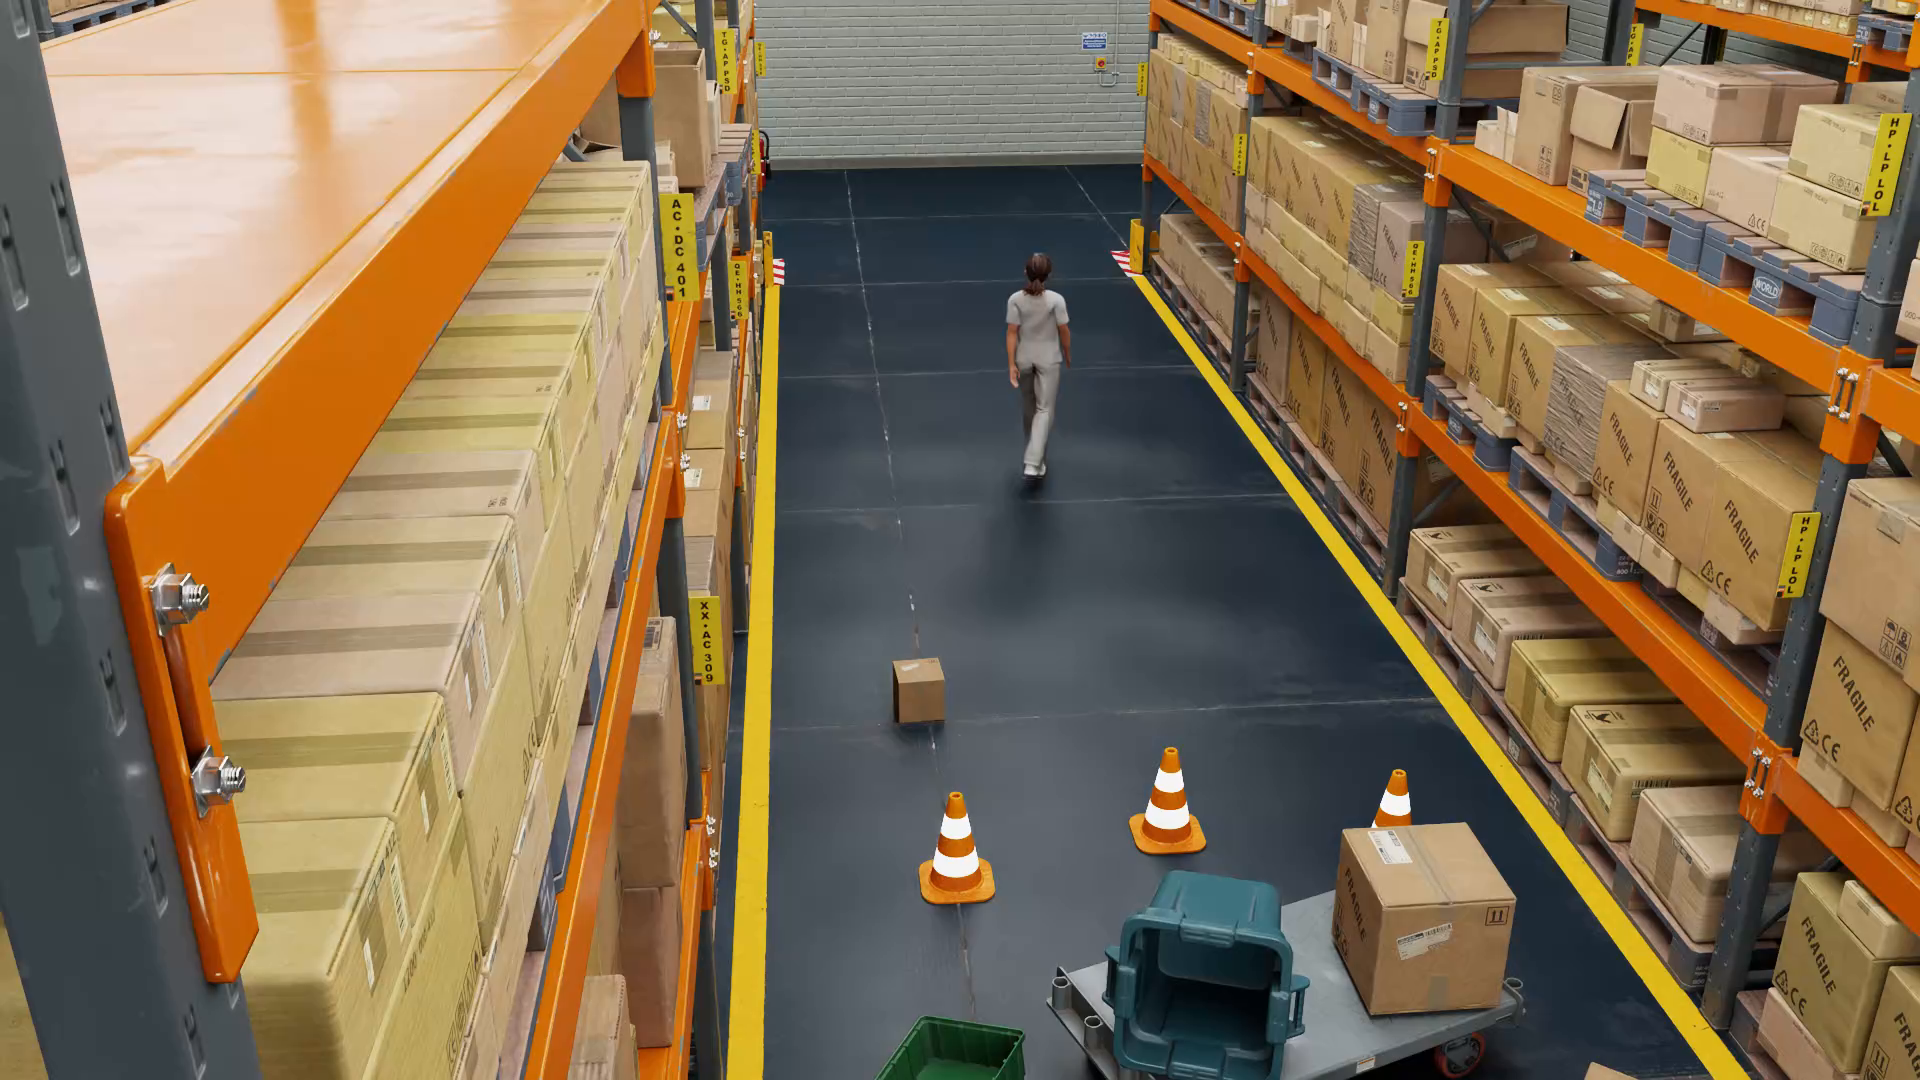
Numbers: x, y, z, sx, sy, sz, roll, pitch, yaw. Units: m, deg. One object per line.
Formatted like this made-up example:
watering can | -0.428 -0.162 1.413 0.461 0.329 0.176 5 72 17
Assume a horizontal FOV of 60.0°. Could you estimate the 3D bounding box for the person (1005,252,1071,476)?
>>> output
person | 0.569 -1.293 12.039 0.443 1.621 1.001 7 25 15
